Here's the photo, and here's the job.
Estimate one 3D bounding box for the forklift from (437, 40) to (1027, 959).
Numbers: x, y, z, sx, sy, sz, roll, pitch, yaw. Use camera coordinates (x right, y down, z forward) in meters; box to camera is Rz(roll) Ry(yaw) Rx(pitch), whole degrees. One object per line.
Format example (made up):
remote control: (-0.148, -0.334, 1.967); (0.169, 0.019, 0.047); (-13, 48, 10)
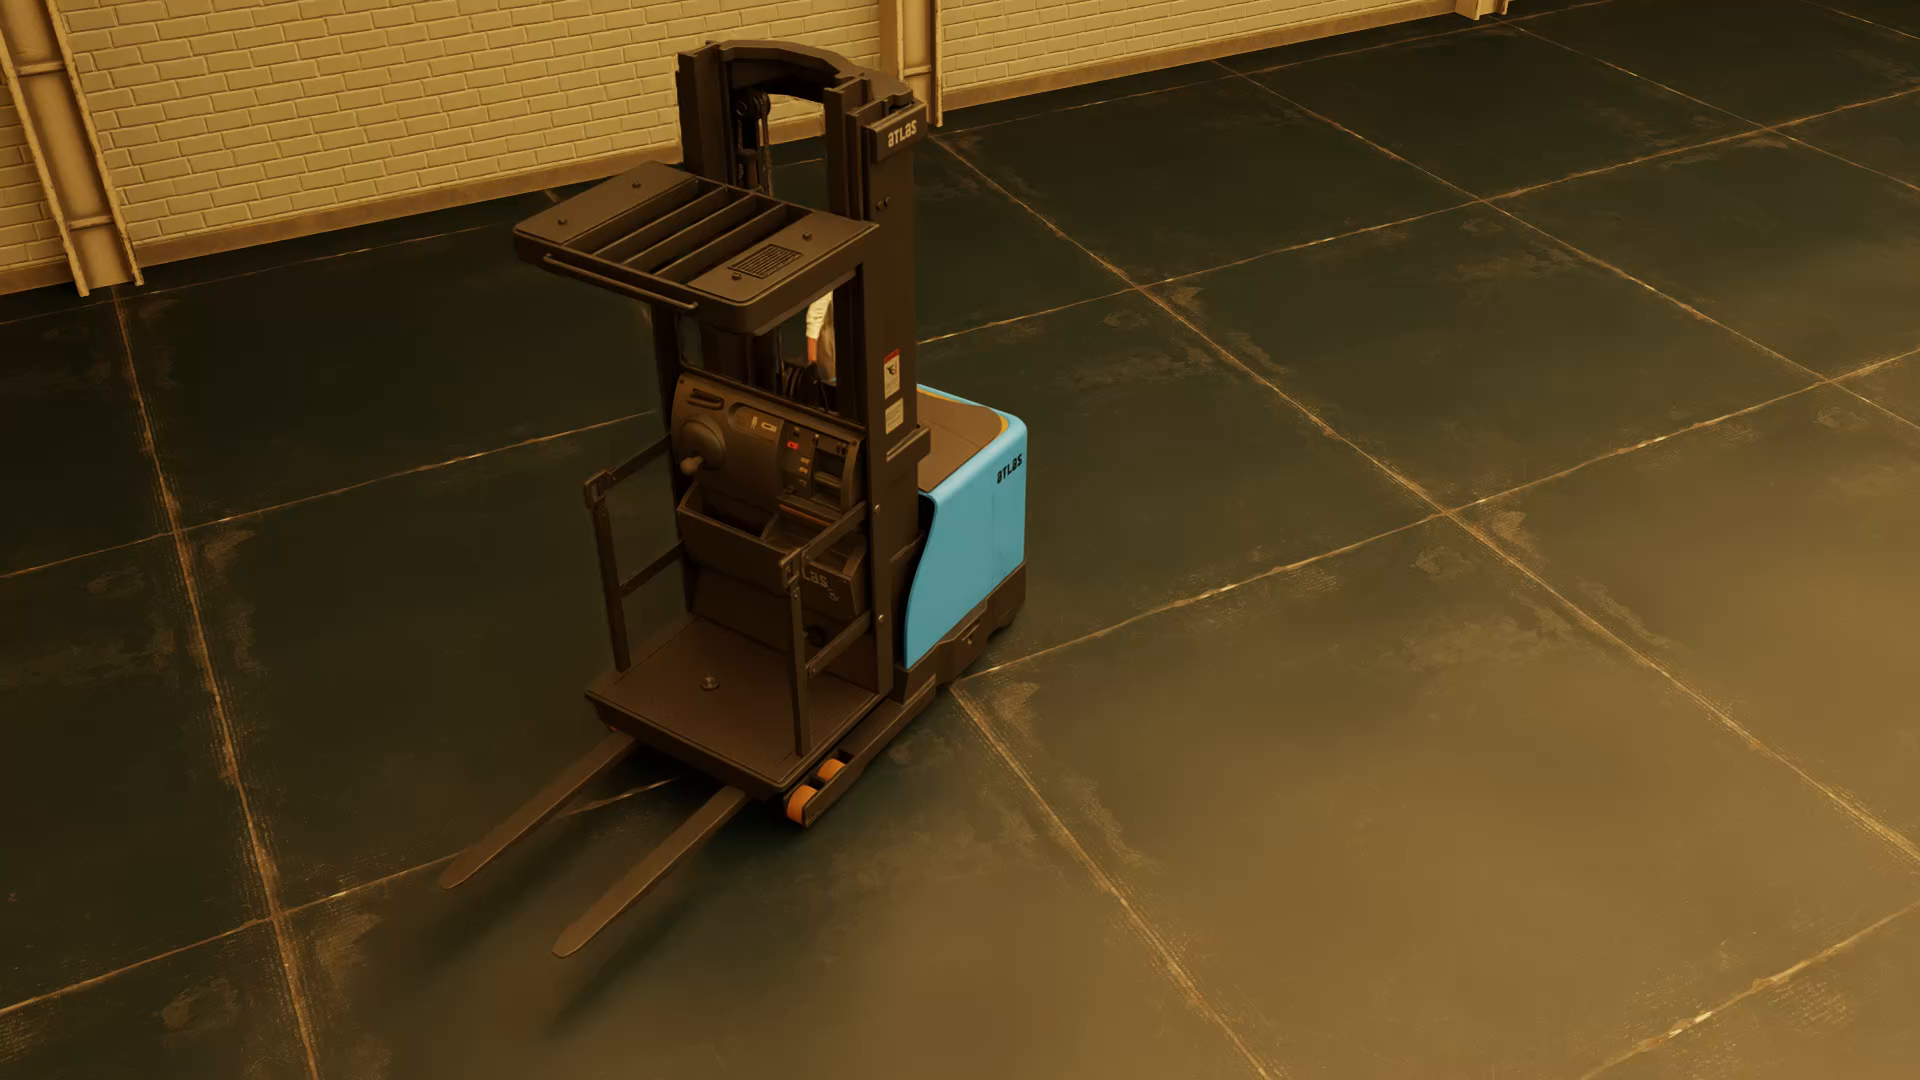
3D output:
forklift: (-0.908, -0.315, 6.568); (1.130, 2.935, 3.031); (21, 40, 27)

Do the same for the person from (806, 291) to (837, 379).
person: (-0.569, -1.034, 8.780); (0.381, 1.570, 0.728); (14, 38, 19)
